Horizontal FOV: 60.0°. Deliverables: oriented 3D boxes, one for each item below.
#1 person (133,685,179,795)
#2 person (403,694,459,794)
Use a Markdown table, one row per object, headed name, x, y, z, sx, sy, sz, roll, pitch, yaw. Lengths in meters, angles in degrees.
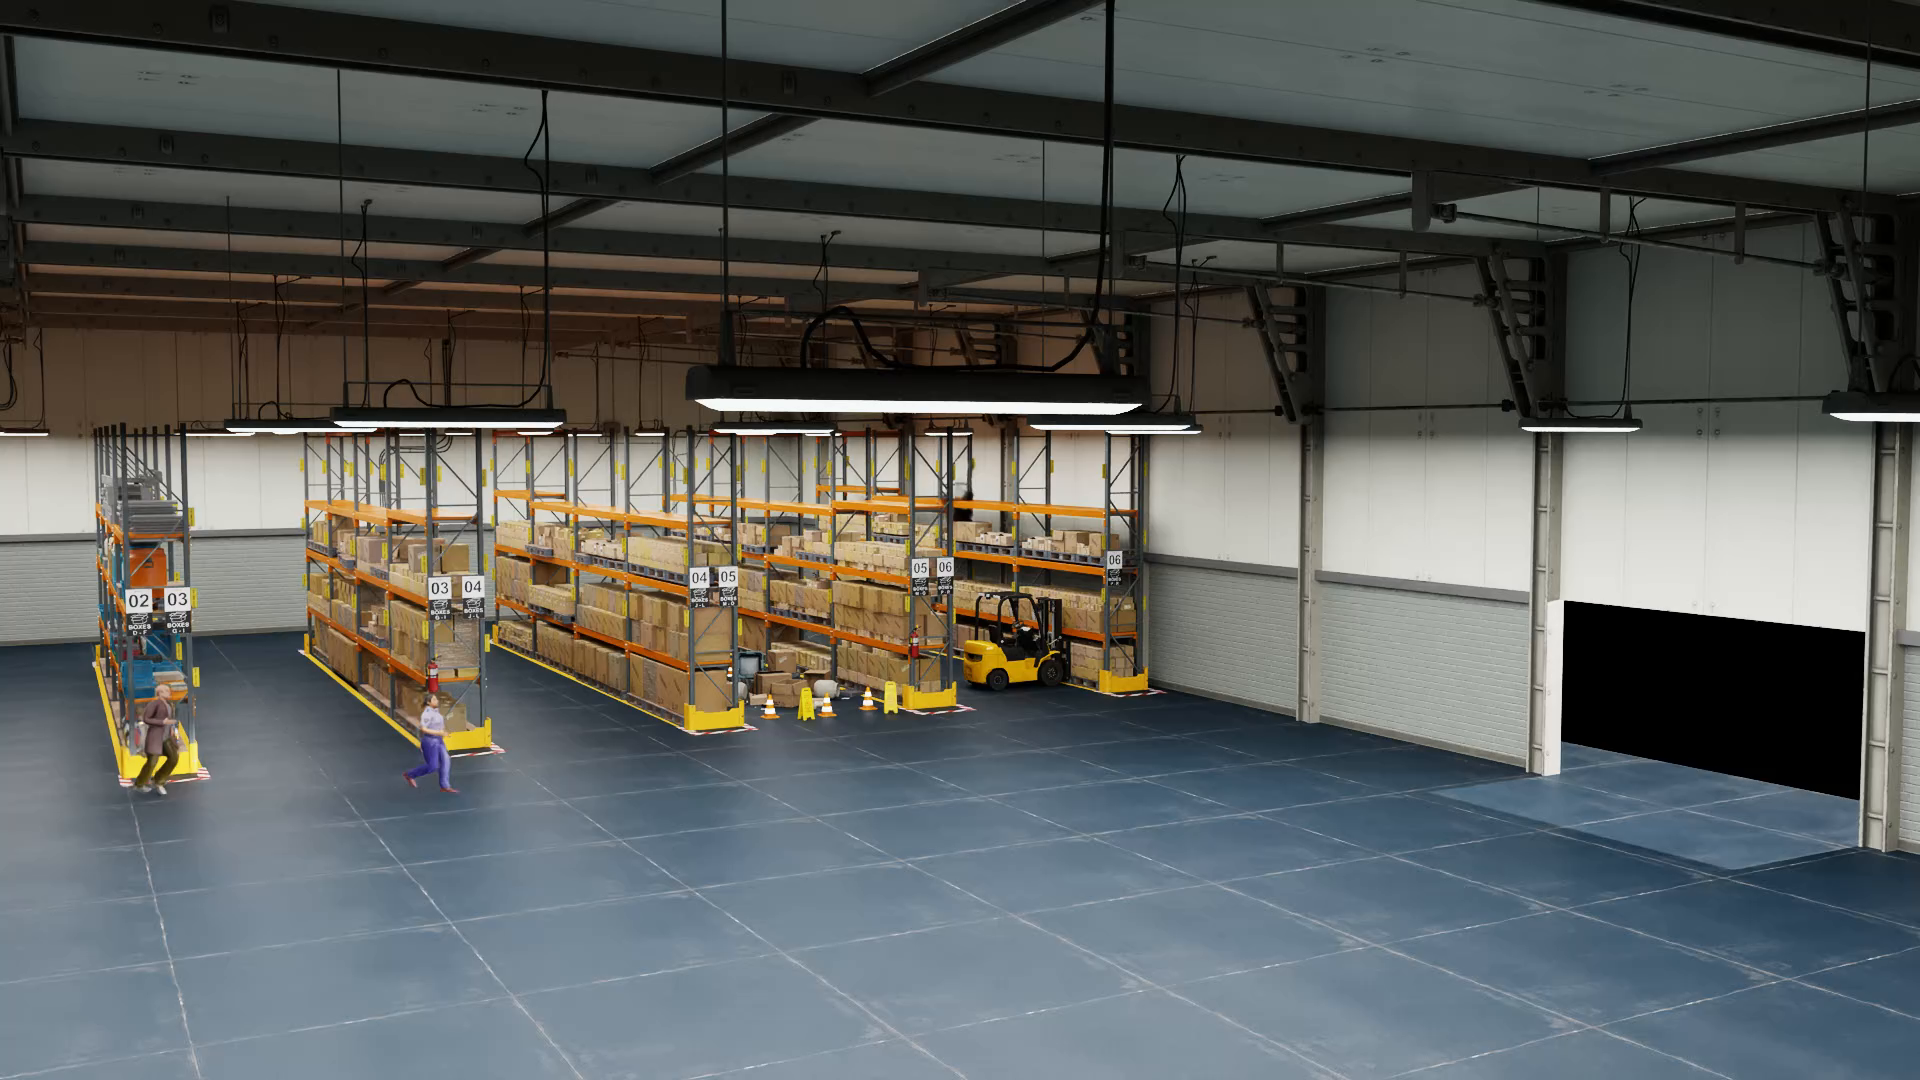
| name | x | y | z | sx | sy | sz | roll | pitch | yaw |
| --- | --- | --- | --- | --- | --- | --- | --- | --- | --- |
| person | -12.921 | 3.235 | 26.934 | 0.739 | 1.777 | 0.713 | 1 | 4 | 18 |
| person | -8.530 | 3.289 | 26.808 | 0.849 | 1.640 | 0.607 | 0 | 3 | 0 |
